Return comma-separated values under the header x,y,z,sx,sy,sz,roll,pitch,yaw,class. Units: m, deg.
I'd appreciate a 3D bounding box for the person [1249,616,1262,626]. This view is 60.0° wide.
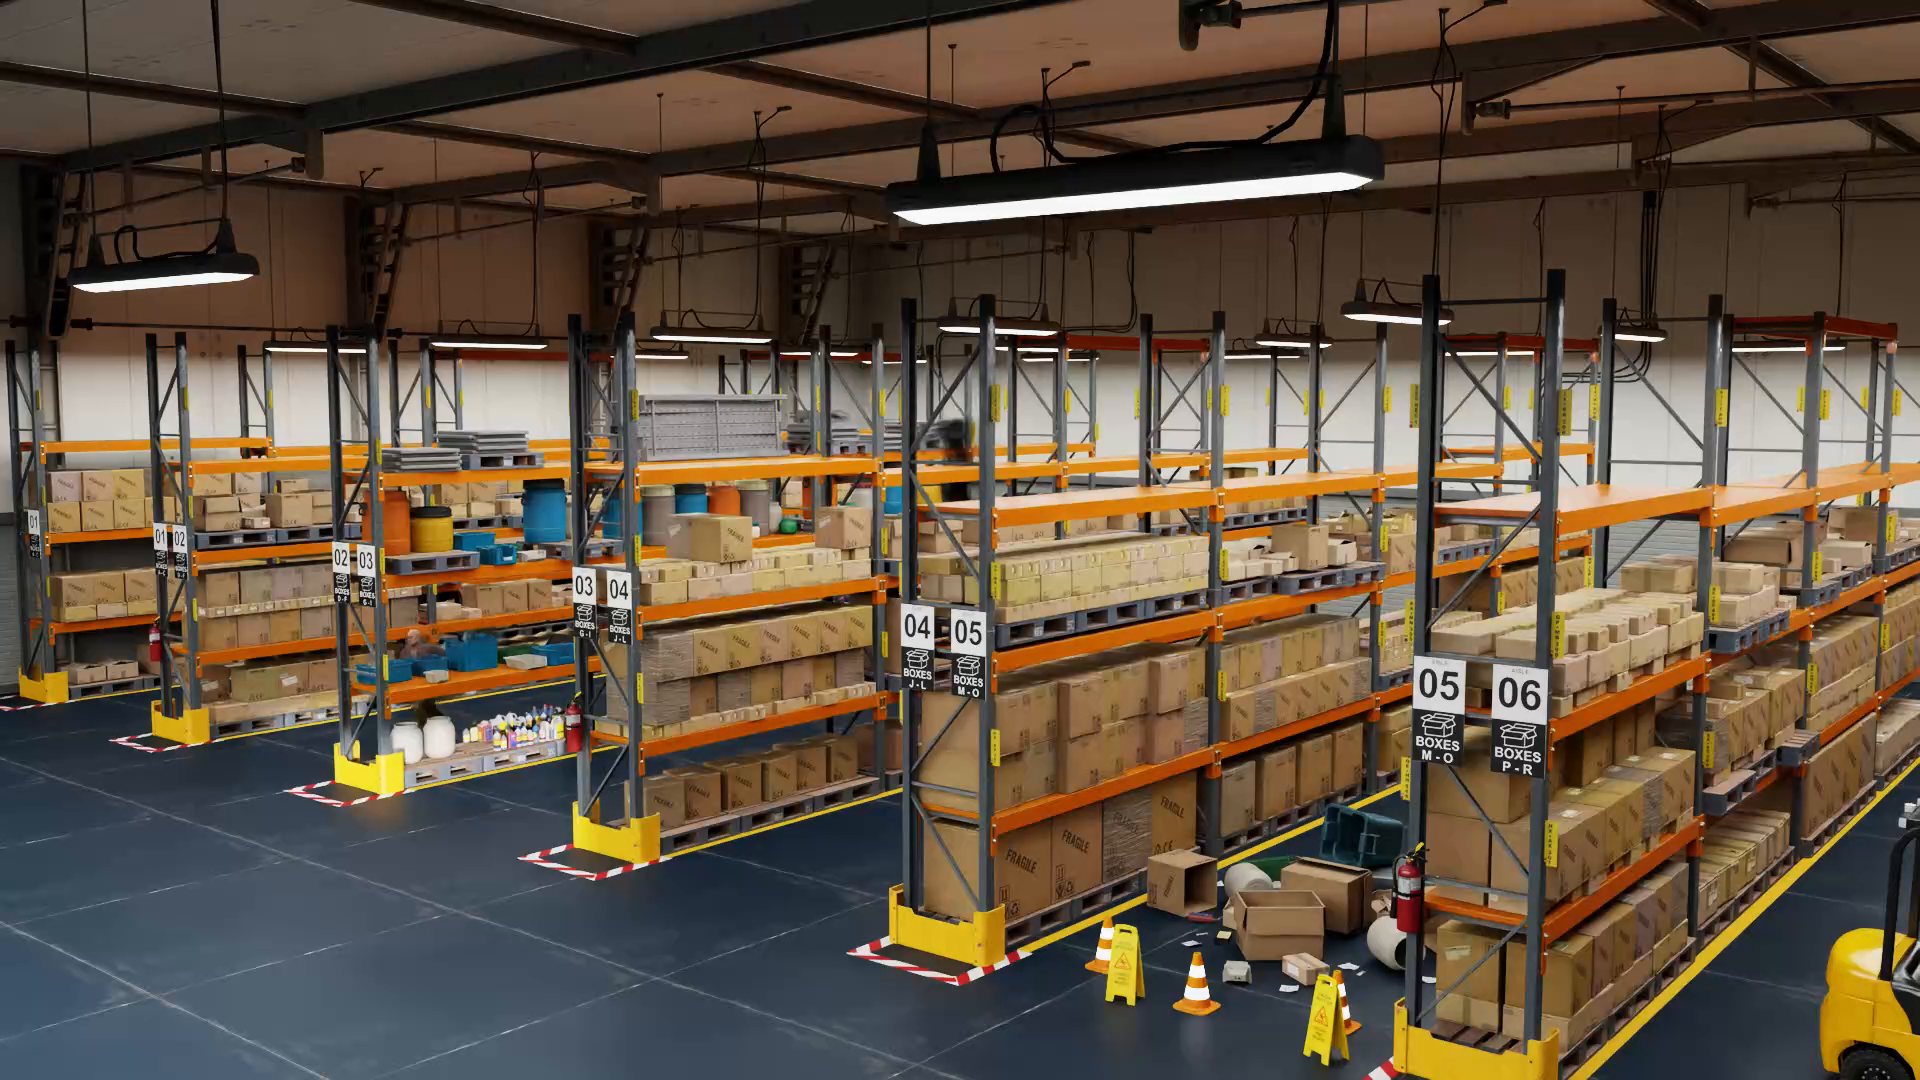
x,y,z,sx,sy,sz,roll,pitch,yaw,class
4.805,1.973,26.790,0.550,1.604,0.800,5,7,42,person

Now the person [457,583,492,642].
x,y,z,sx,sy,sz,roll,pitch,yaw,class
-8.863,1.603,30.666,0.705,1.711,0.988,4,6,35,person

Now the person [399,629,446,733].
x,y,z,sx,sy,sz,roll,pitch,yaw,class
-7.764,2.127,24.111,0.626,1.729,1.037,3,6,29,person
